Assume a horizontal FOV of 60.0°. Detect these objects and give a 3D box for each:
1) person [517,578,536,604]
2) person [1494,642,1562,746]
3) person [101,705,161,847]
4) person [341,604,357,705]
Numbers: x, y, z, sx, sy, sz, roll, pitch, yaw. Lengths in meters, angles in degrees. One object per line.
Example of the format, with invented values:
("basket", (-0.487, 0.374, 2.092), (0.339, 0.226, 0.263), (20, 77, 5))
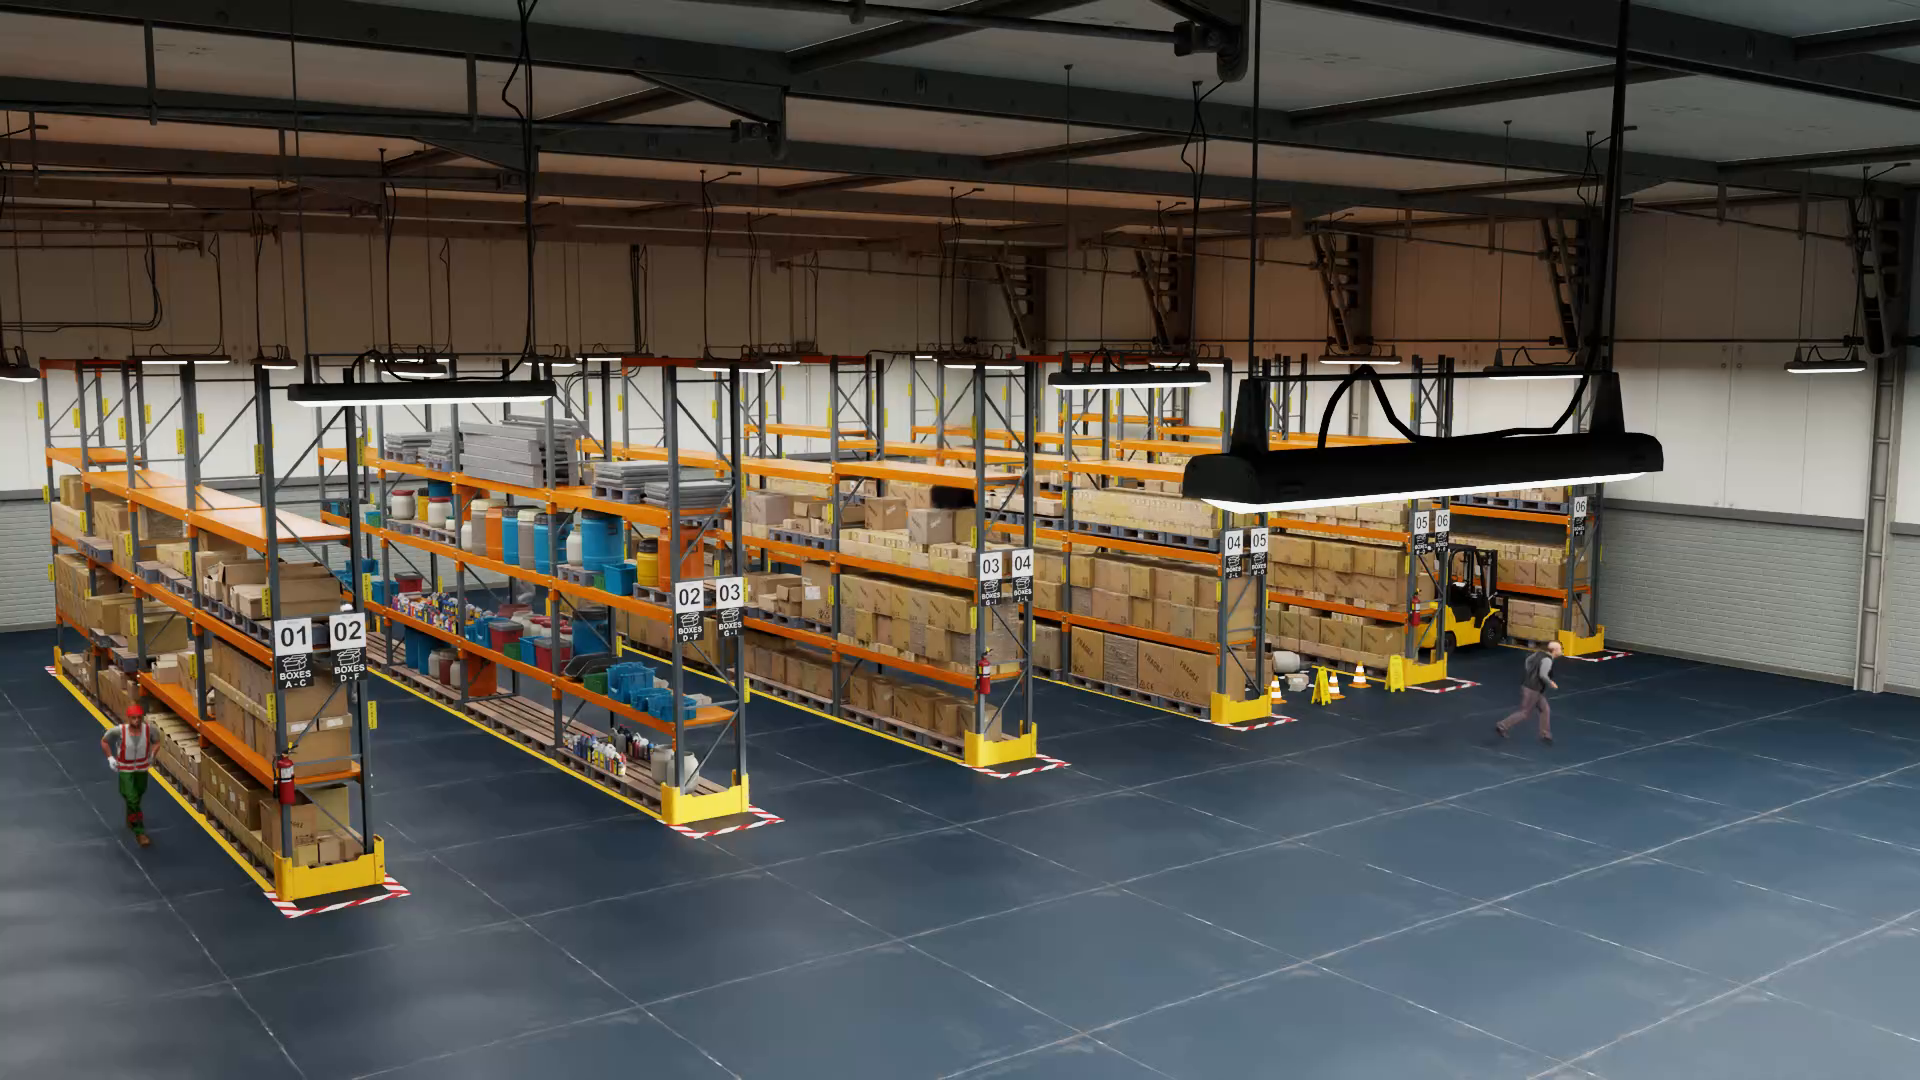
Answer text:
("person", (-10.103, 0.897, 38.608), (0.568, 1.625, 0.578), (-4, 8, -30))
("person", (8.895, 2.413, 26.058), (1.008, 1.680, 0.697), (0, 7, 3))
("person", (-10.432, 2.903, 20.998), (0.672, 1.731, 1.138), (-5, 9, -38))
("person", (-10.715, 1.974, 29.110), (0.650, 1.753, 0.876), (-6, 9, -42))
